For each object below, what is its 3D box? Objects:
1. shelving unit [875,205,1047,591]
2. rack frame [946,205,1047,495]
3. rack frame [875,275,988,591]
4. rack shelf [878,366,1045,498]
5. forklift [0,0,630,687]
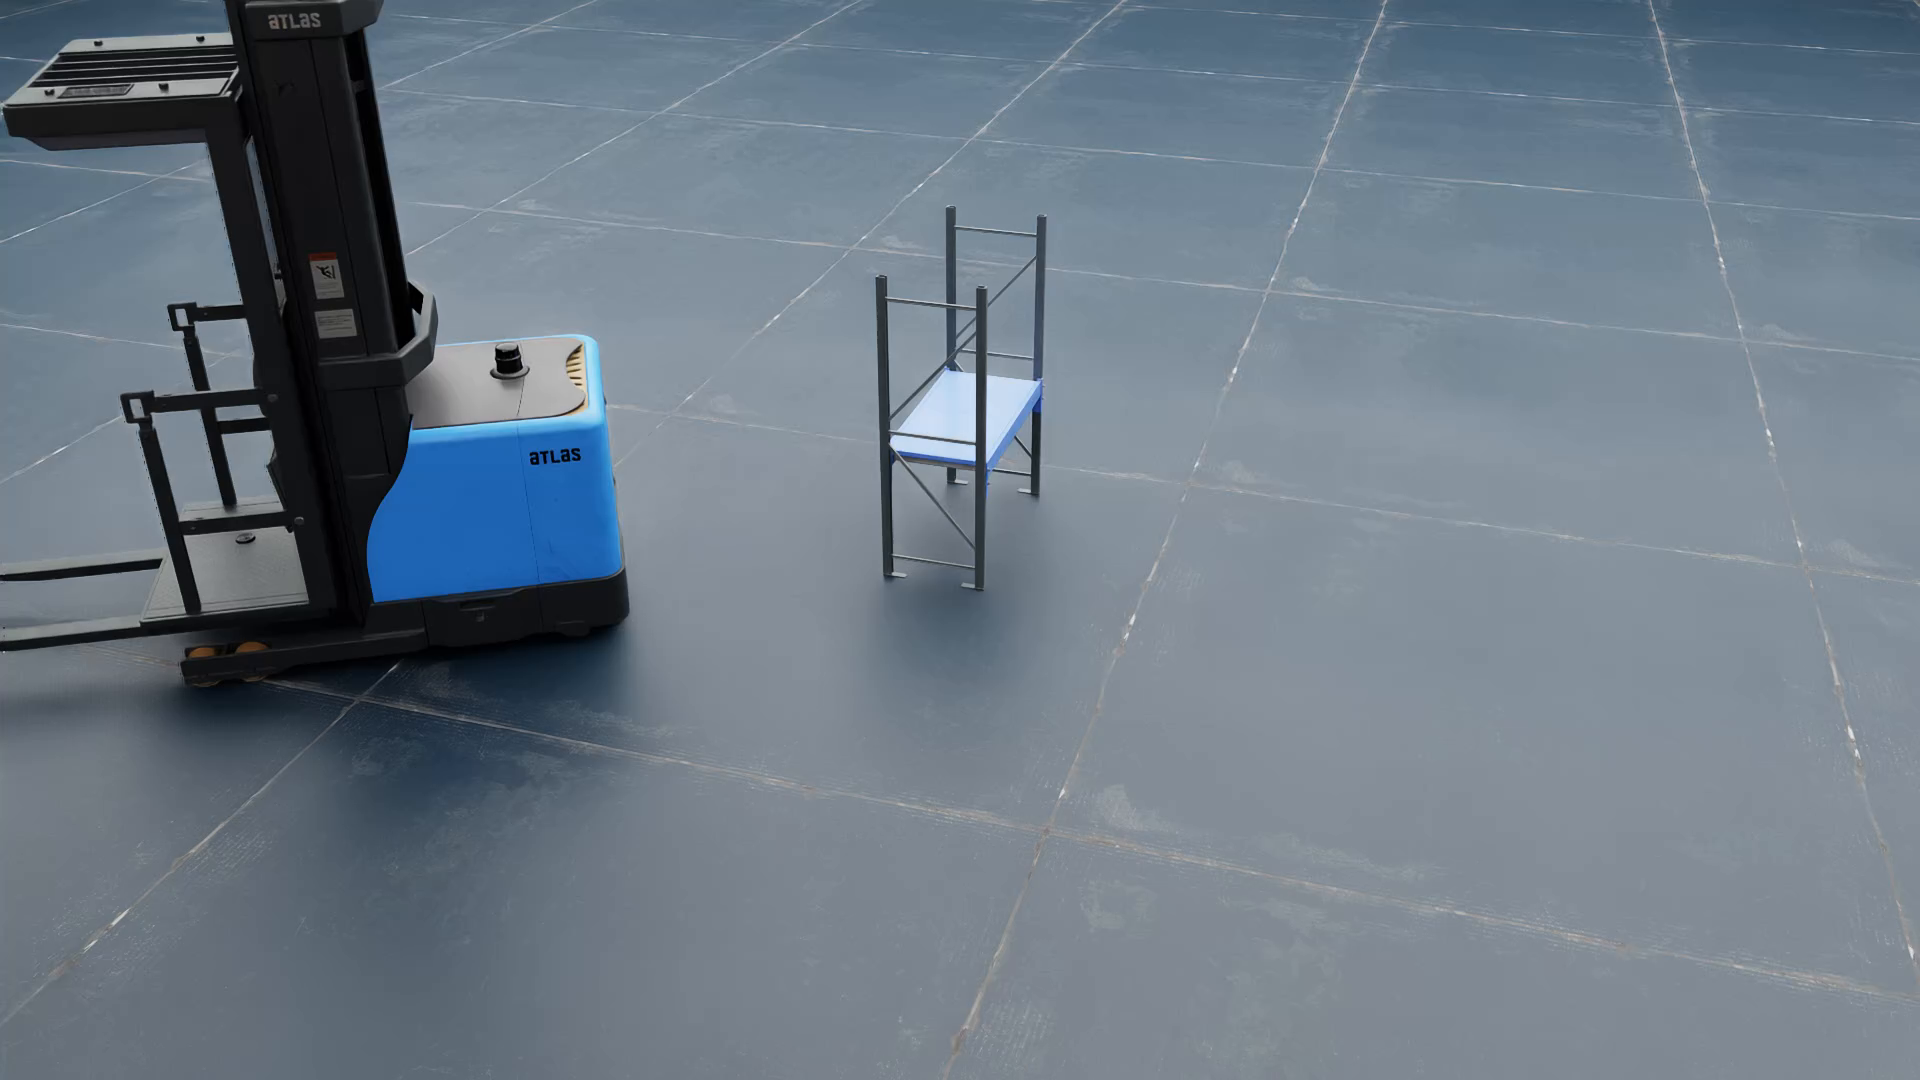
[{"bbox_3d":[0.025,-0.695,7.957,0.538,1.500,1.048,8,30,15],"label":"shelving unit"},{"bbox_3d":[0.174,-0.931,8.381,0.500,1.500,0.032,8,30,15],"label":"rack frame"},{"bbox_3d":[-0.124,-0.459,7.532,0.500,1.500,0.032,8,30,15],"label":"rack frame"},{"bbox_3d":[0.025,-0.538,8.044,0.538,0.185,1.000,8,30,15],"label":"rack shelf"},{"bbox_3d":[-3.065,-0.934,6.914,3.031,2.935,1.130,-6,30,-11],"label":"forklift"}]
